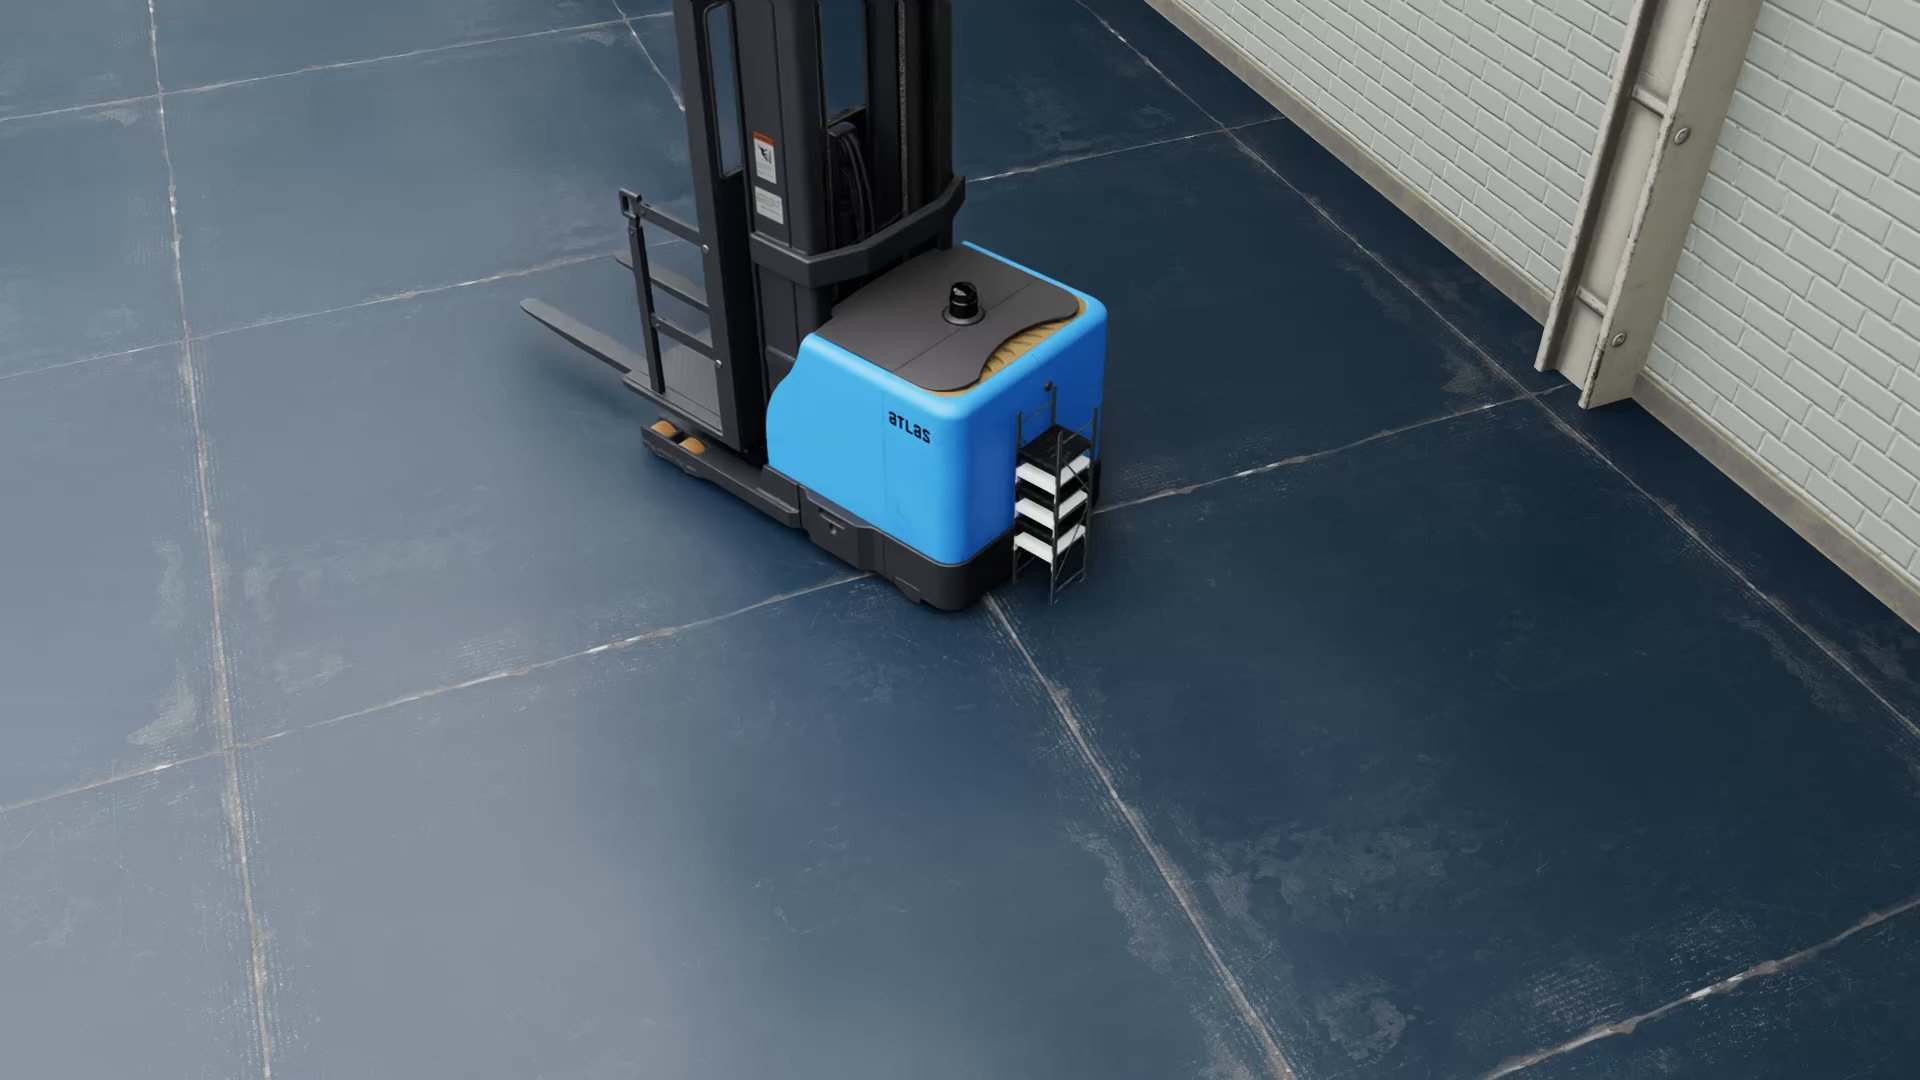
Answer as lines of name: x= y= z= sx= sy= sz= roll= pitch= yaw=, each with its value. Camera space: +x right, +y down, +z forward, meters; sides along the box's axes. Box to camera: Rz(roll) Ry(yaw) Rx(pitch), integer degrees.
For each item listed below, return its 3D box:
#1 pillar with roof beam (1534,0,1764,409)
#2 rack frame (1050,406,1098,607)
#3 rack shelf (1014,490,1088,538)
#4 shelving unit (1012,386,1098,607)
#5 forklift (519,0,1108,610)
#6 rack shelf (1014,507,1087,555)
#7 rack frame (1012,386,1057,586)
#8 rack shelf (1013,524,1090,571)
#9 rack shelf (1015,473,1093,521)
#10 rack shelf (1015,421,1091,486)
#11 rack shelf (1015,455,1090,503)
pillar with roof beam: x=-0.914 y=-3.121 z=3.978 sx=9.100 sy=9.000 sz=0.400 roll=-15 pitch=43 yaw=-17
rack frame: x=0.456 y=-0.122 z=6.702 sx=0.006 sy=0.900 sz=0.240 roll=29 pitch=49 yaw=30
rack shelf: x=0.379 y=-0.140 z=6.774 sx=0.200 sy=0.077 sz=0.258 roll=29 pitch=49 yaw=30
shelving unit: x=0.379 y=-0.165 z=6.752 sx=0.210 sy=0.900 sz=0.258 roll=29 pitch=49 yaw=30
forklift: x=-0.832 y=-1.643 z=6.913 sx=3.031 sy=2.935 sz=1.130 roll=29 pitch=49 yaw=30
rack shelf: x=0.379 y=-0.072 z=6.833 sx=0.200 sy=0.077 sz=0.258 roll=29 pitch=49 yaw=30
rack frame: x=0.302 y=-0.209 z=6.803 sx=0.006 sy=0.900 sz=0.240 roll=29 pitch=49 yaw=30
rack shelf: x=0.379 y=-0.004 z=6.891 sx=0.200 sy=0.077 sz=0.258 roll=29 pitch=49 yaw=30
rack shelf: x=0.379 y=-0.208 z=6.715 sx=0.200 sy=0.077 sz=0.258 roll=29 pitch=49 yaw=30
rack shelf: x=0.379 y=-0.345 z=6.598 sx=0.200 sy=0.077 sz=0.258 roll=29 pitch=49 yaw=30
rack shelf: x=0.379 y=-0.277 z=6.657 sx=0.200 sy=0.077 sz=0.258 roll=29 pitch=49 yaw=30
